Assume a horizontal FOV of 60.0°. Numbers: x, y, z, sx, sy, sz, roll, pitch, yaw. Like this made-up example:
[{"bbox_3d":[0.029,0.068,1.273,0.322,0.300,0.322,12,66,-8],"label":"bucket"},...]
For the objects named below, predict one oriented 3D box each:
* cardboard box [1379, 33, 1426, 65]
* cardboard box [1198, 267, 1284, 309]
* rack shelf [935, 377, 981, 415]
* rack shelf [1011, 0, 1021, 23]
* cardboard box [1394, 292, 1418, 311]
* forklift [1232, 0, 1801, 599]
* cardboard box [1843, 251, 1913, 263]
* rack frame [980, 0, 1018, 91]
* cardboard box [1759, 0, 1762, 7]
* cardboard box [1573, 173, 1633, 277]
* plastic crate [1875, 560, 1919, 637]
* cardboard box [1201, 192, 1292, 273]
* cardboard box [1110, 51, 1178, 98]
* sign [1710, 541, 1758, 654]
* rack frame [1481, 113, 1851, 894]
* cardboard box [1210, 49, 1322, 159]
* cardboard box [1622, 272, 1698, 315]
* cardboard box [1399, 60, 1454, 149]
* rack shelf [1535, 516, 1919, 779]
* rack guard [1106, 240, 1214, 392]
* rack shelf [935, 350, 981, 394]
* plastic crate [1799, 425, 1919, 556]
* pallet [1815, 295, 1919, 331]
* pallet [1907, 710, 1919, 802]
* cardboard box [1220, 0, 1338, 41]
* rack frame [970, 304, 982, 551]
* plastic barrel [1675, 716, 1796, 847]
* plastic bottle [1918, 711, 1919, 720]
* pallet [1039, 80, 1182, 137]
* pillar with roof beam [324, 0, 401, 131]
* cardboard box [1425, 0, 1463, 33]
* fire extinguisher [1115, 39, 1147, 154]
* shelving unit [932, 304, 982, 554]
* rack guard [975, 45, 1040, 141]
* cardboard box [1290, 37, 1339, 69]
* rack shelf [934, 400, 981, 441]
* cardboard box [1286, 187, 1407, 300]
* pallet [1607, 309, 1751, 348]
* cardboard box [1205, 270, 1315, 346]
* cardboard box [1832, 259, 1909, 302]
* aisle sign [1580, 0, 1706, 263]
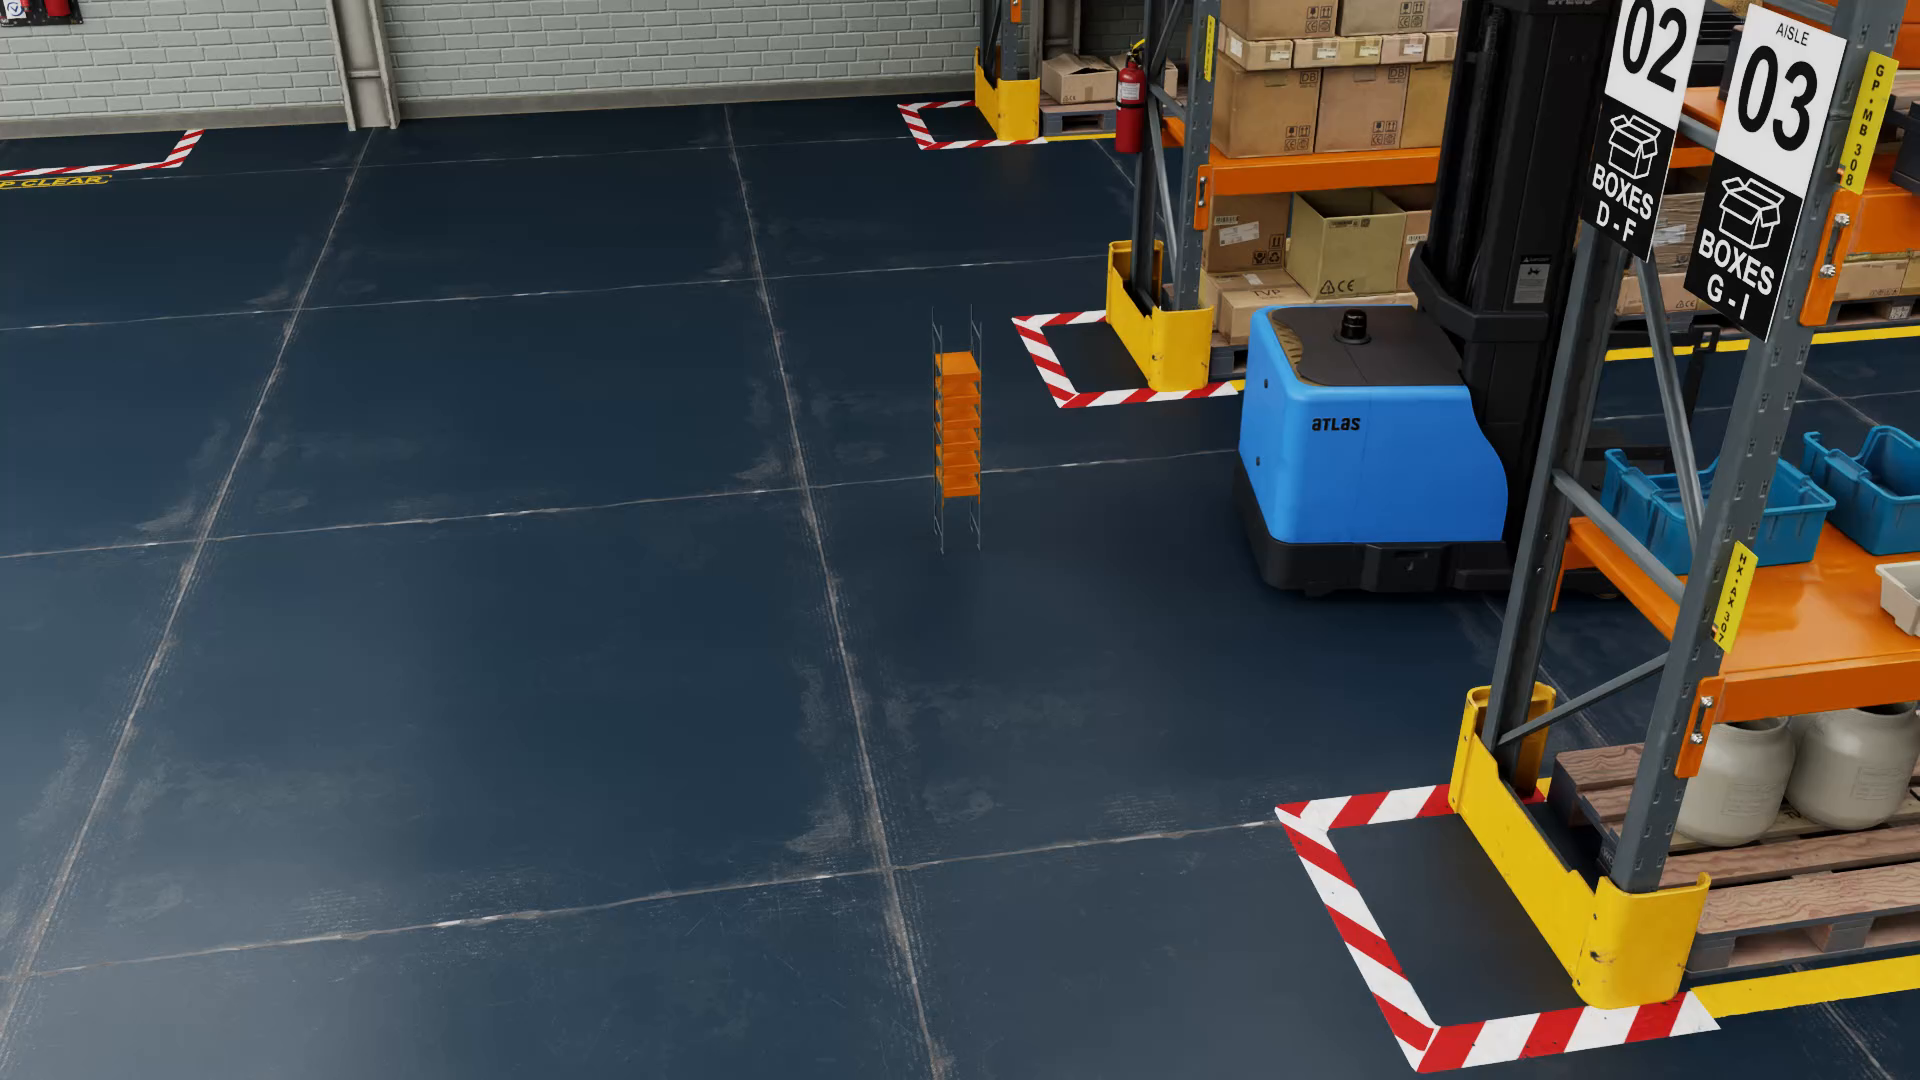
[{"bbox_3d":[2.398,-2.781,9.281,0.250,0.149,0.380,-6,31,-10],"label":"cardboard box"},{"bbox_3d":[1.694,-1.652,10.399,0.500,0.250,0.500,-5,31,-9],"label":"cardboard box"},{"bbox_3d":[-0.014,-0.684,7.844,0.180,0.103,0.258,-5,31,-9],"label":"rack shelf"},{"bbox_3d":[2.291,-4.802,14.167,4.000,0.370,1.077,-5,31,-9],"label":"rack shelf"},{"bbox_3d":[2.771,-1.487,10.118,0.500,0.250,0.500,-5,31,-9],"label":"cardboard box"},{"bbox_3d":[2.922,-1.256,7.495,3.031,2.935,1.130,-1,30,-1],"label":"forklift"},{"bbox_3d":[5.606,-1.976,10.397,0.500,0.311,0.500,-5,31,-9],"label":"cardboard box"},{"bbox_3d":[0.324,-4.930,13.674,0.127,3.000,1.000,-5,31,-9],"label":"rack frame"},{"bbox_3d":[4.719,-3.384,9.667,0.500,0.500,0.700,-5,31,-9],"label":"cardboard box"},{"bbox_3d":[3.753,-1.906,10.090,0.500,0.500,0.500,-5,31,-9],"label":"cardboard box"},{"bbox_3d":[3.047,0.202,5.207,0.250,0.136,0.298,-5,31,-9],"label":"plastic crate"},{"bbox_3d":[1.694,-1.977,10.211,0.500,0.500,0.500,-5,31,-9],"label":"cardboard box"},{"bbox_3d":[1.582,-4.031,14.364,0.500,0.311,0.500,-3,31,-5],"label":"cardboard box"},{"bbox_3d":[2.203,0.165,4.737,0.005,0.325,0.100,-5,31,-9],"label":"sign"},{"bbox_3d":[2.108,0.010,5.274,0.127,3.000,1.000,-5,31,-9],"label":"rack frame"},{"bbox_3d":[1.681,-2.540,9.511,0.500,0.500,0.700,-5,31,-9],"label":"cardboard box"},{"bbox_3d":[4.244,-1.629,10.360,0.500,0.250,0.500,-5,31,-9],"label":"cardboard box"},{"bbox_3d":[2.687,-2.632,9.669,0.500,0.500,0.700,-5,31,-9],"label":"cardboard box"},{"bbox_3d":[4.076,0.137,5.767,4.000,0.370,1.077,-5,31,-9],"label":"rack shelf"},{"bbox_3d":[1.196,-1.381,10.105,0.348,0.500,1.175,-5,31,-9],"label":"rack guard"},{"bbox_3d":[-0.014,-0.788,7.784,0.180,0.103,0.258,-5,31,-9],"label":"rack shelf"},{"bbox_3d":[3.187,-0.177,5.739,0.408,0.251,0.499,-5,31,-9],"label":"plastic crate"},{"bbox_3d":[5.872,-1.710,10.950,1.213,0.211,1.003,-5,31,-9],"label":"pallet"},{"bbox_3d":[4.172,1.000,6.341,1.213,0.211,1.003,-5,31,-9],"label":"pallet"},{"bbox_3d":[1.734,-3.104,9.190,0.500,0.500,0.700,-5,31,-9],"label":"cardboard box"},{"bbox_3d":[0.076,-0.524,7.958,0.006,1.200,0.240,-5,31,-9],"label":"rack frame"},{"bbox_3d":[2.742,0.803,5.965,0.421,0.512,0.421,0,30,0],"label":"plastic barrel"},{"bbox_3d":[3.836,0.640,6.529,0.097,0.201,0.097,0,30,0],"label":"plastic bottle"},{"bbox_3d":[1.204,-3.791,14.489,1.213,0.211,1.003,-5,31,-9],"label":"pallet"},{"bbox_3d":[-4.270,-5.317,8.414,0.400,9.000,9.100,-5,31,-9],"label":"pillar with roof beam"},{"bbox_3d":[2.746,-3.201,9.356,0.500,0.500,0.700,-5,31,-9],"label":"cardboard box"},{"bbox_3d":[1.020,-2.648,9.870,0.183,0.674,0.296,-5,31,-9],"label":"fire extinguisher"},{"bbox_3d":[-0.014,-0.516,7.944,0.189,1.200,0.258,-5,31,-9],"label":"shelving unit"},{"bbox_3d":[0.399,-3.859,14.320,0.348,0.500,1.175,-5,31,-9],"label":"rack guard"},{"bbox_3d":[1.904,-2.737,9.207,0.250,0.149,0.380,-6,31,-10],"label":"cardboard box"},{"bbox_3d":[-0.014,-0.581,7.905,0.180,0.103,0.258,-5,31,-9],"label":"rack shelf"},{"bbox_3d":[2.279,-1.764,9.849,0.500,0.500,0.500,-5,31,-9],"label":"cardboard box"},{"bbox_3d":[4.365,-1.572,10.715,1.213,0.211,1.003,-5,31,-9],"label":"pallet"},{"bbox_3d":[1.787,-1.394,9.960,0.500,0.250,0.500,-5,31,-9],"label":"cardboard box"},{"bbox_3d":[5.596,-1.734,10.539,0.500,0.250,0.500,-6,31,-10],"label":"cardboard box"},{"bbox_3d":[1.984,-1.252,4.856,0.004,0.787,0.394,-5,31,-9],"label":"aisle sign"}]
